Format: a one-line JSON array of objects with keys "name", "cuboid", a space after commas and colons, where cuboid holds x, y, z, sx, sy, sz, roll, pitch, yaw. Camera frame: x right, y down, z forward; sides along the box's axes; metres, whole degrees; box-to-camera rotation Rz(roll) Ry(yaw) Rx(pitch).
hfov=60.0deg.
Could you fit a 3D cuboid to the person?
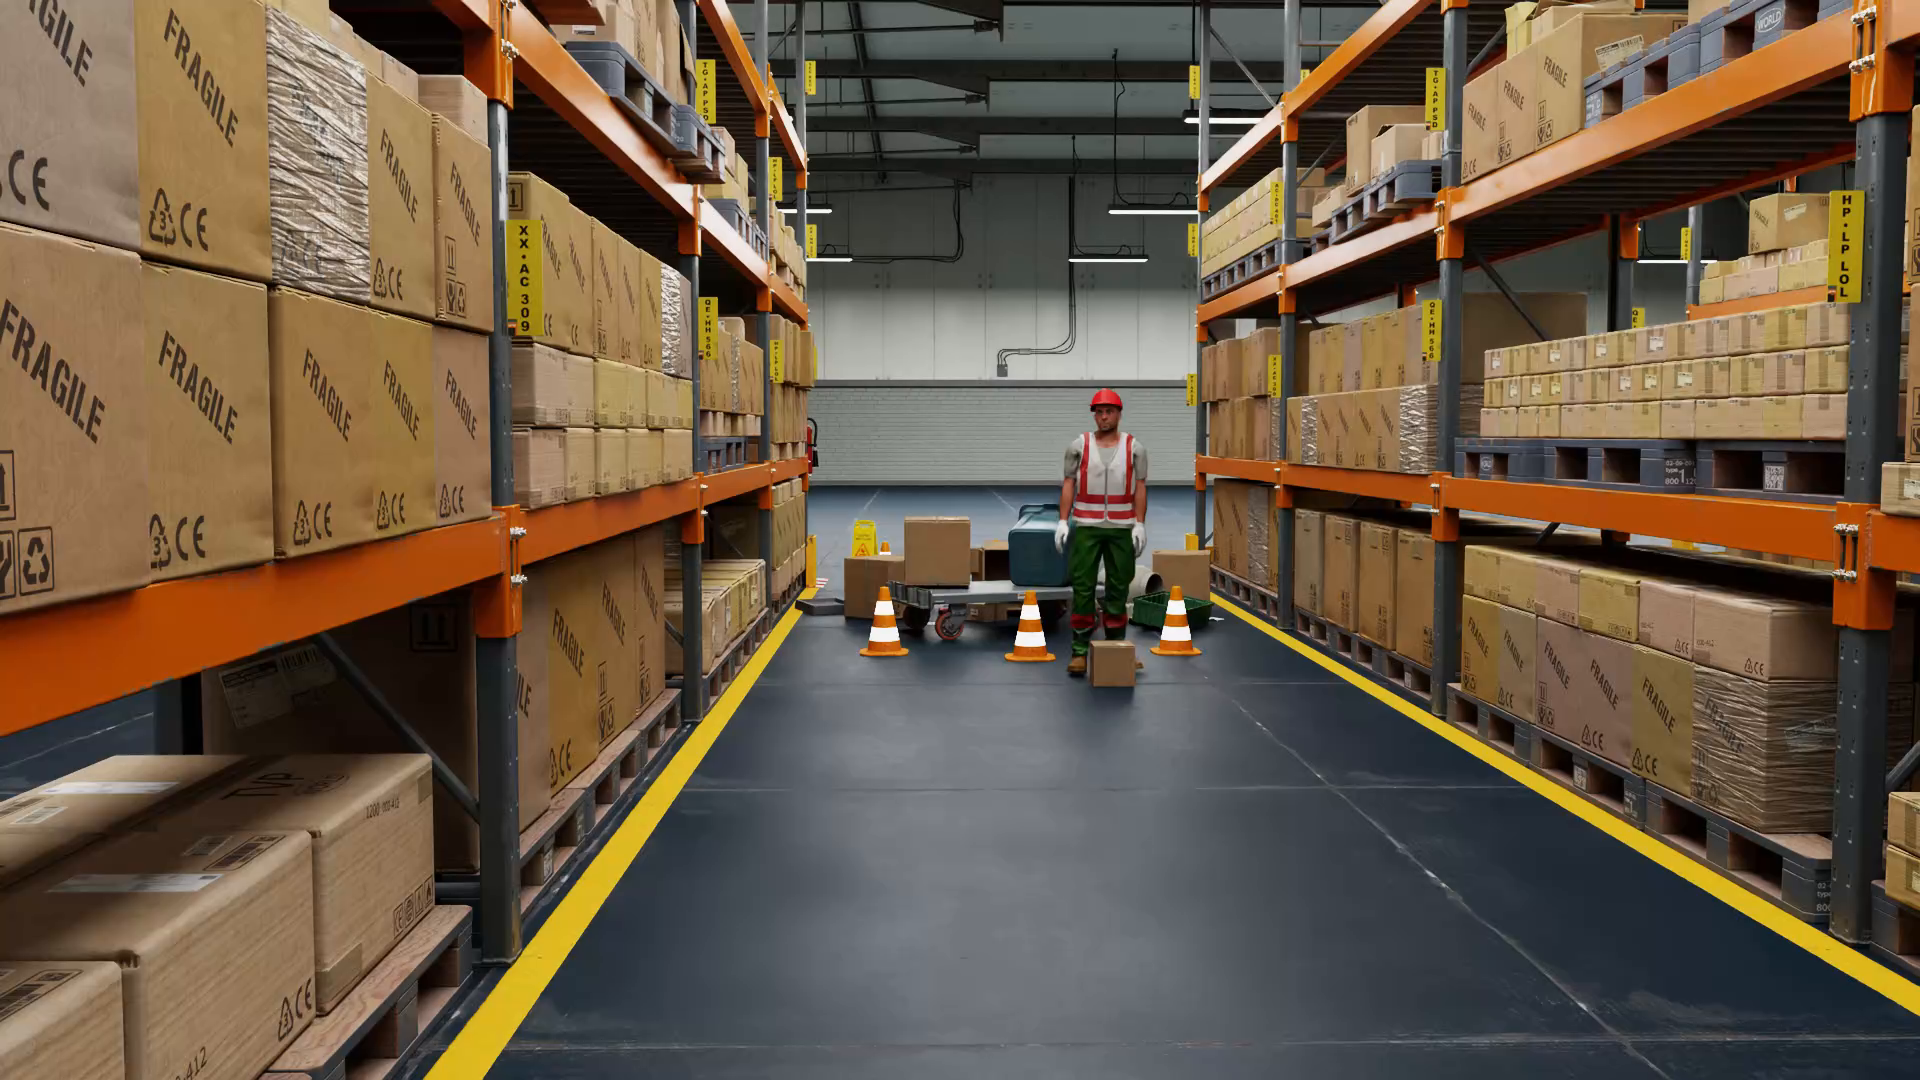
[{"name": "person", "cuboid": [0.901, -0.065, 10.594, 0.595, 1.795, 0.371, 0, 4, 0]}]
